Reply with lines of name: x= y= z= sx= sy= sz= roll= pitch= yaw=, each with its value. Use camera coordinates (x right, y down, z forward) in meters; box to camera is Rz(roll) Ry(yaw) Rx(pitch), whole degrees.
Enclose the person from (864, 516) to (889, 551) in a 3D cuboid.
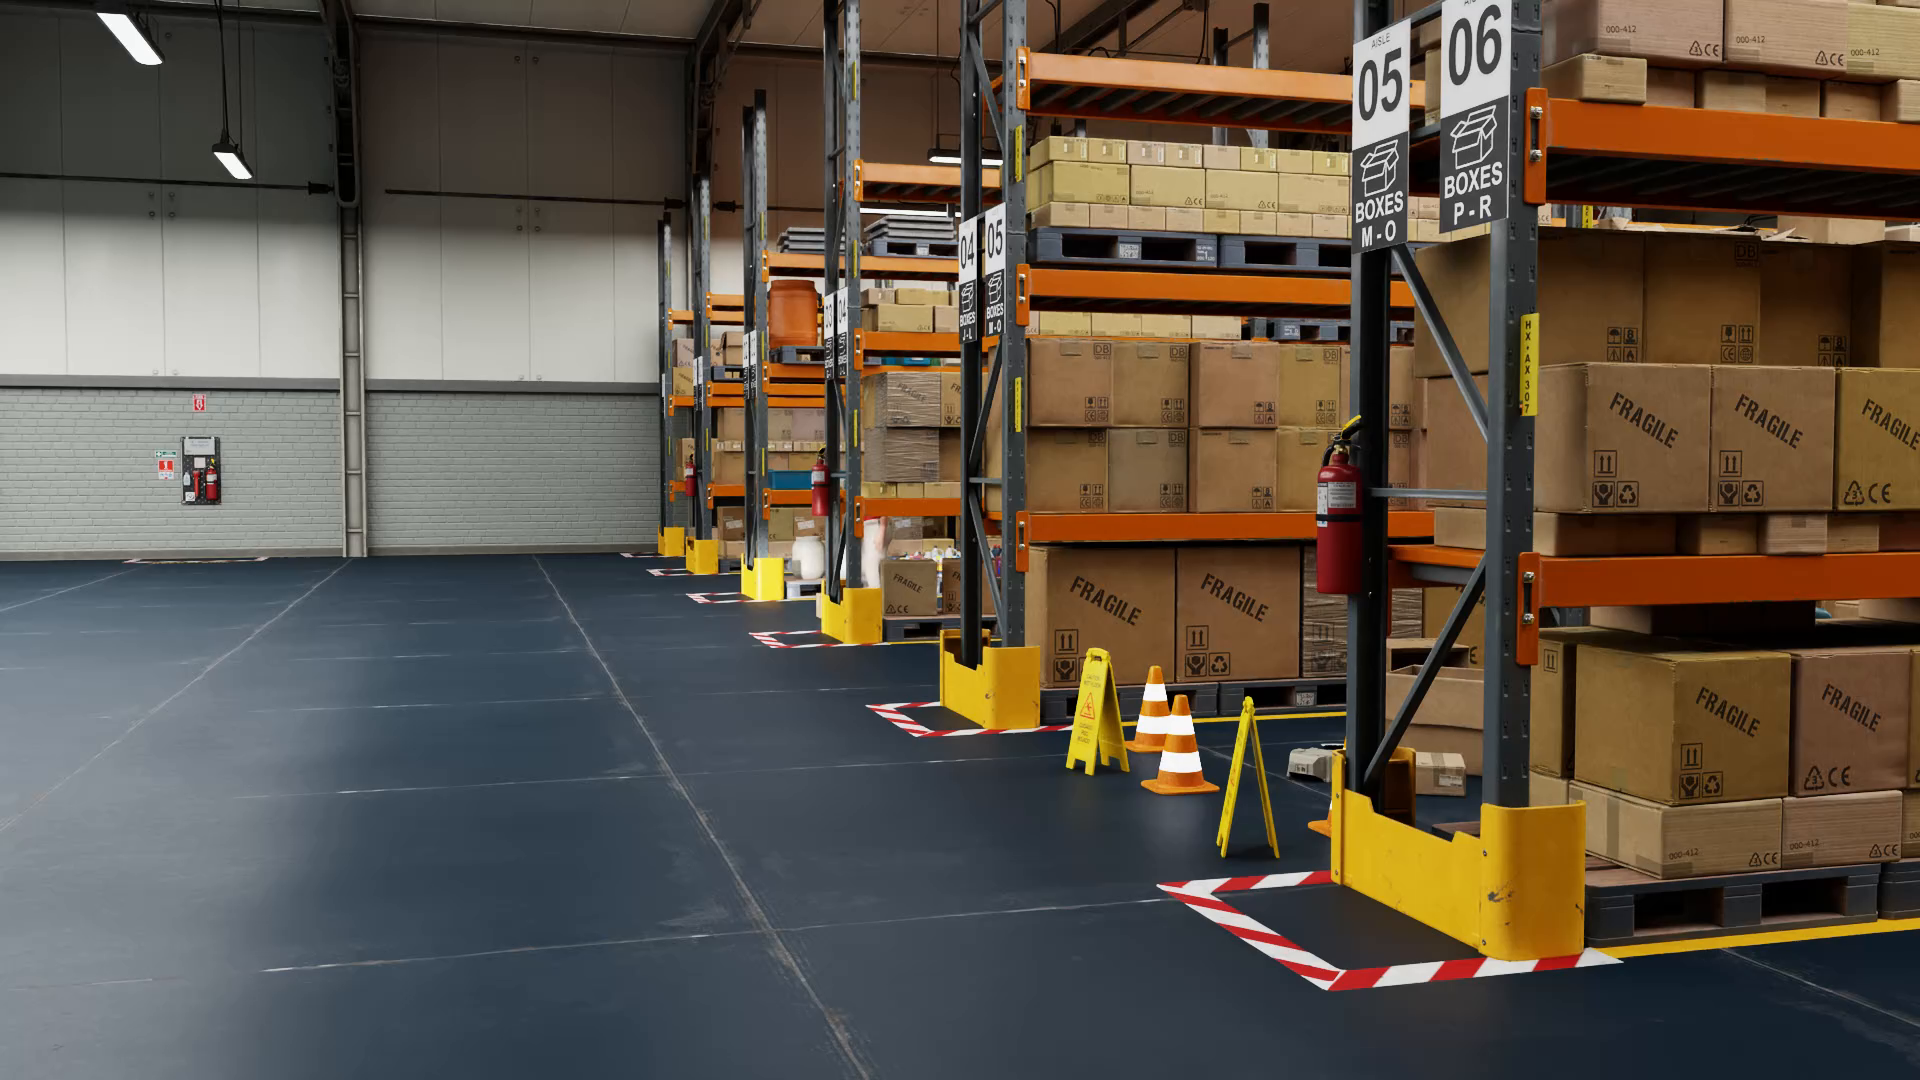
person: x=-0.903 y=-0.397 z=17.608 sx=0.337 sy=1.028 sz=0.530 roll=-1 pitch=3 yaw=-15
